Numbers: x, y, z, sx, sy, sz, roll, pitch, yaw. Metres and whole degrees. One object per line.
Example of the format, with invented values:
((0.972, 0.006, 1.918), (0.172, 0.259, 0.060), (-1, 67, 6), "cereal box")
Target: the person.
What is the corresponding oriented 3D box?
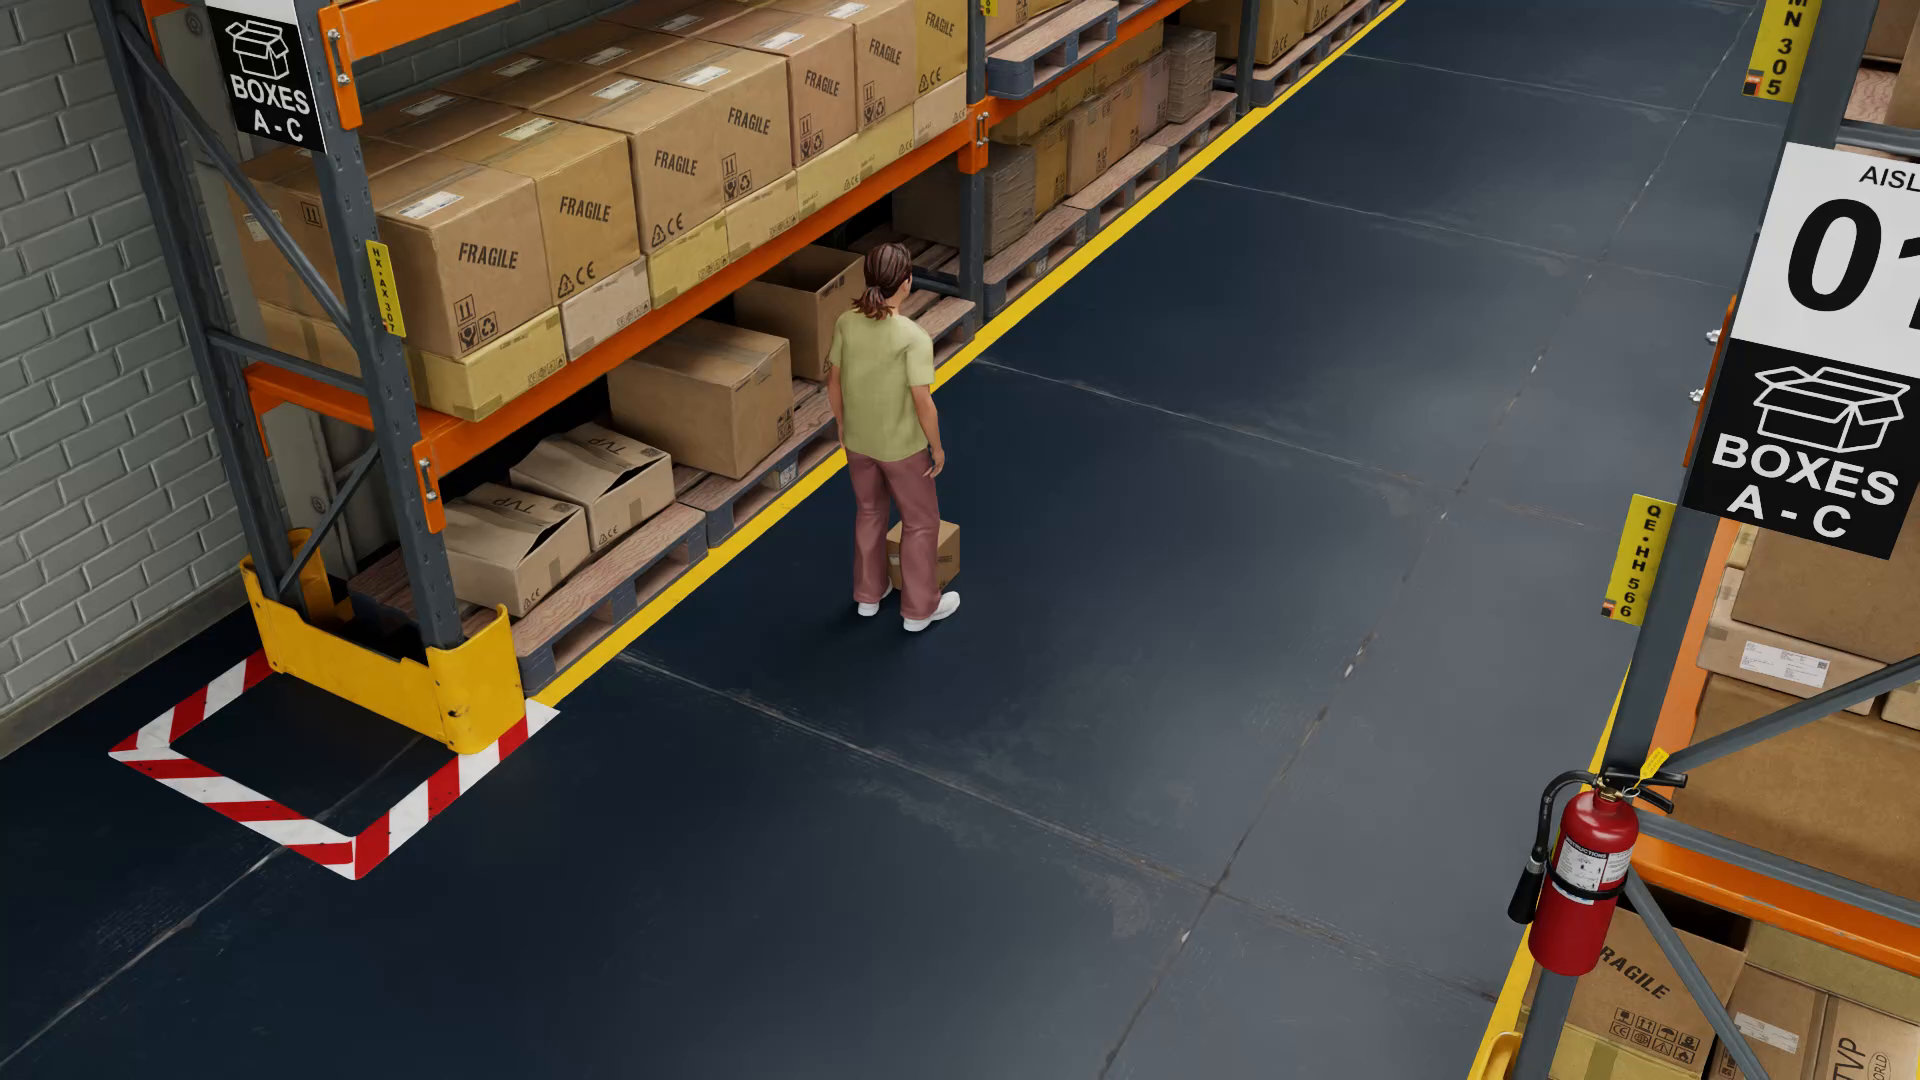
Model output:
((-0.285, -0.399, 6.729), (0.500, 1.673, 0.353), (18, 38, 24), "person")
